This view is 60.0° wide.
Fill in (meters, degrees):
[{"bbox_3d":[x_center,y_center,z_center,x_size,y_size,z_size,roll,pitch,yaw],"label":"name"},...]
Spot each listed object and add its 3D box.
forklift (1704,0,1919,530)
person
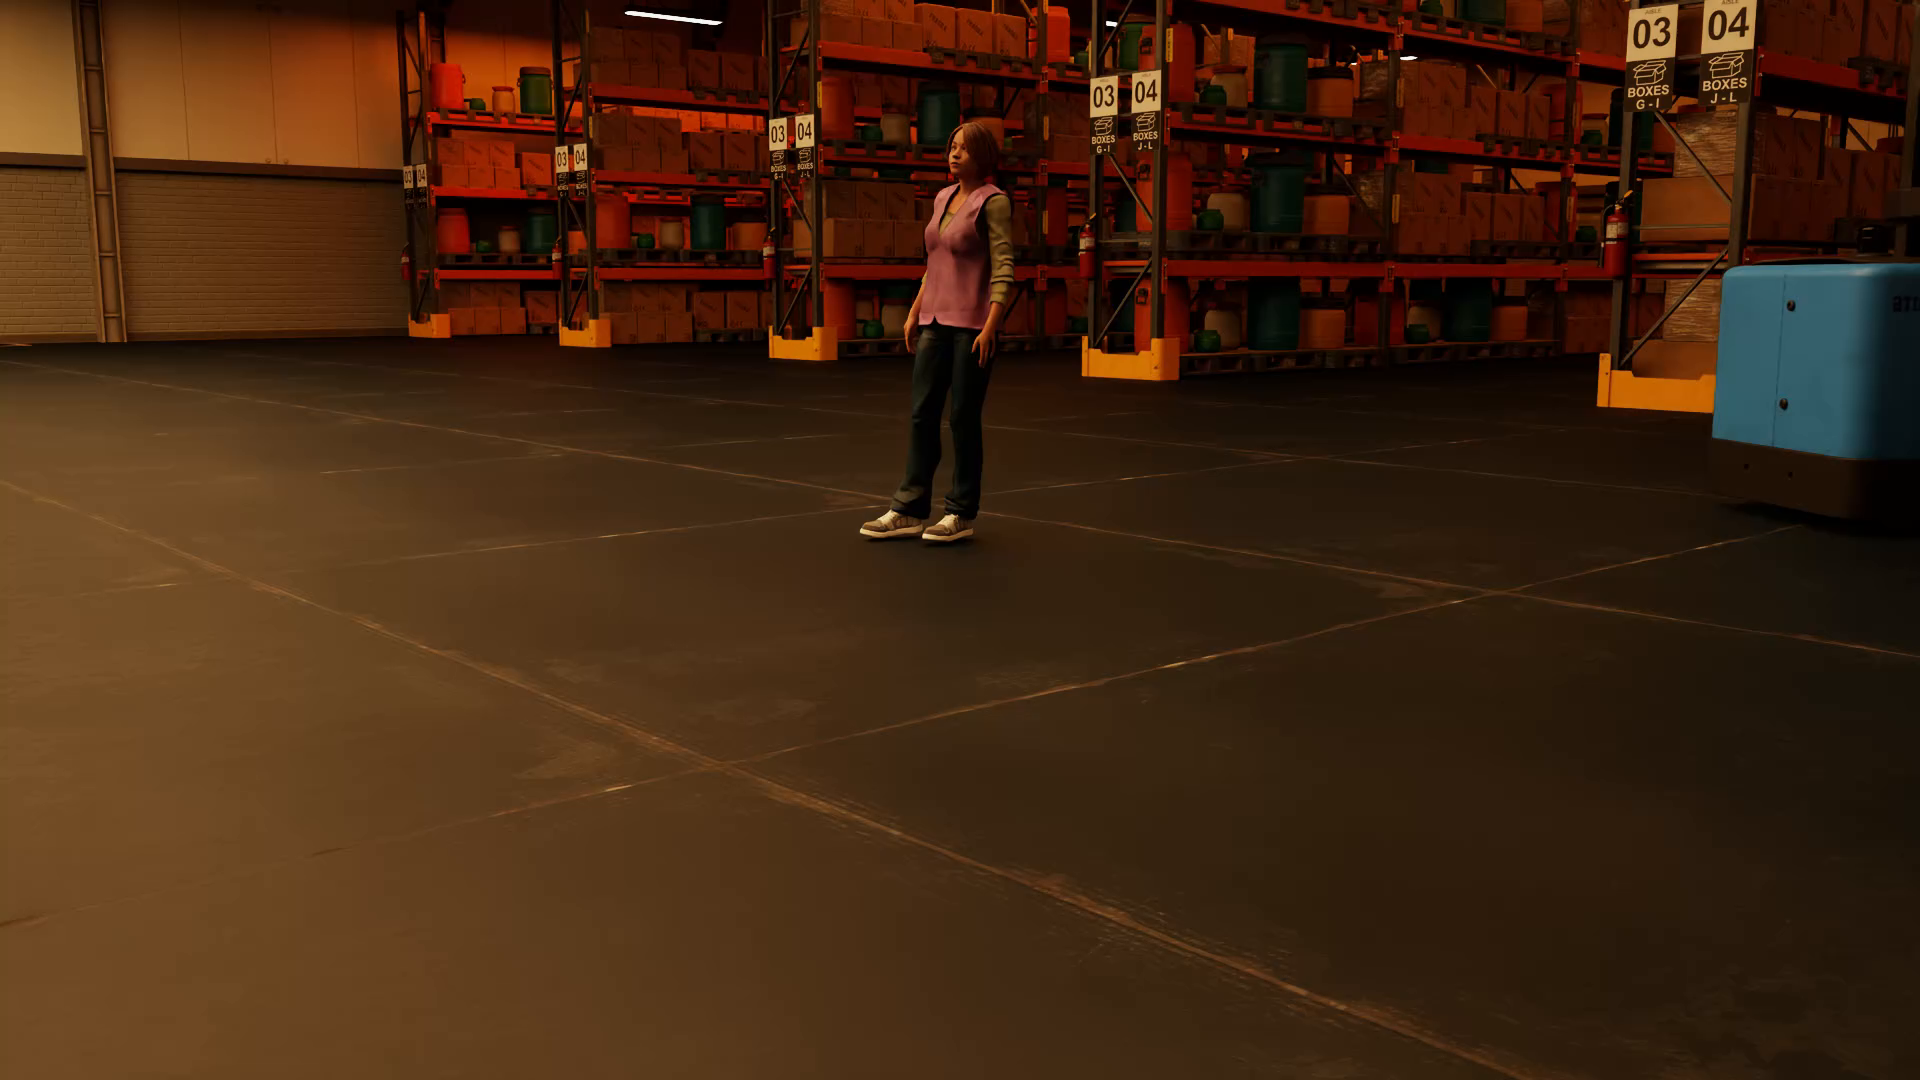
[{"bbox_3d":[4.924,-1.566,7.074,3.031,2.935,1.130,-1,9,-8],"label":"forklift"},{"bbox_3d":[-0.065,-0.791,6.379,0.476,1.597,0.520,-8,12,-40],"label":"person"}]
